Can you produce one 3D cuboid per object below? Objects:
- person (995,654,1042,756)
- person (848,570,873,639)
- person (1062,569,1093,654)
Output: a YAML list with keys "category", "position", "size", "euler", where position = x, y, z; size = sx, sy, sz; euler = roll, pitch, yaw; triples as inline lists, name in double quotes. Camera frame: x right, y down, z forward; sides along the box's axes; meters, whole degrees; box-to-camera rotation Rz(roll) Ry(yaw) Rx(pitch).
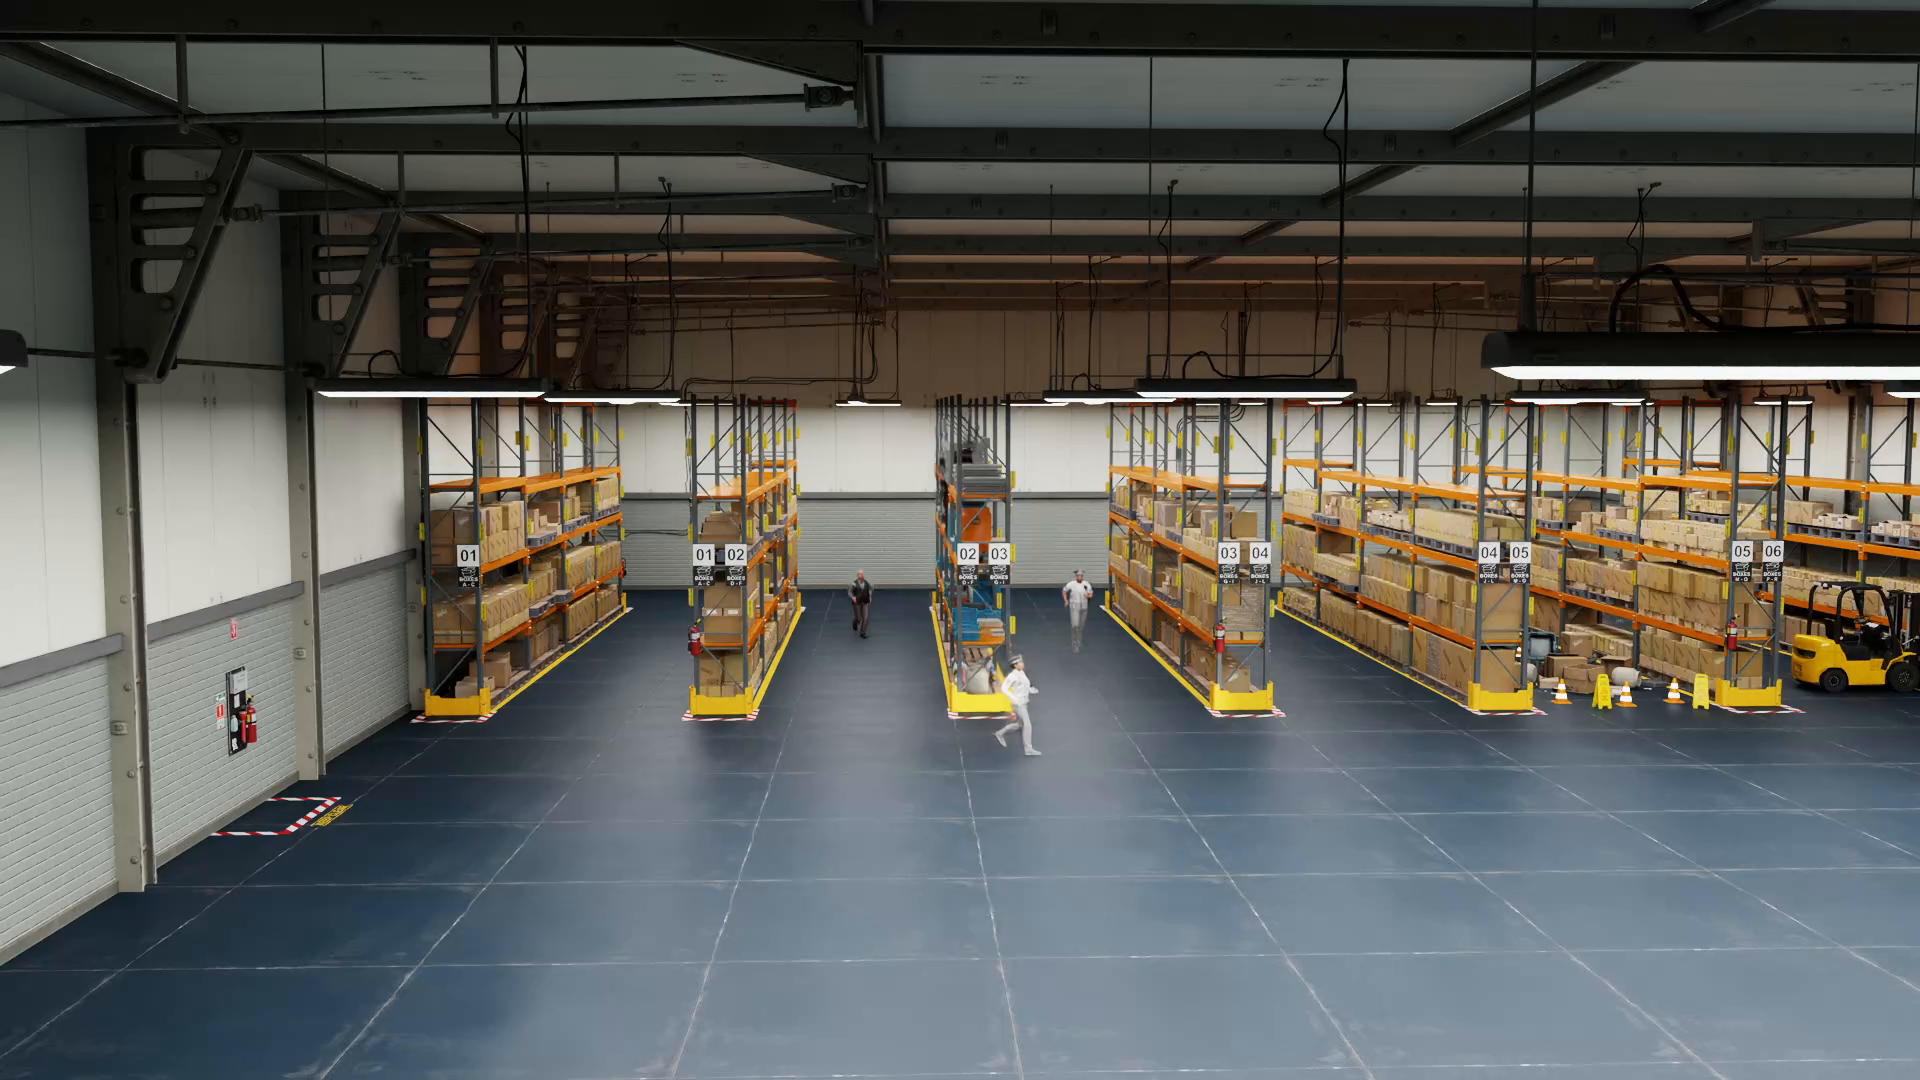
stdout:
- category: "person"
  position: [0.951, 2.713, 27.542]
  size: [0.862, 1.667, 0.625]
  euler: [2, 5, 23]
- category: "person"
  position: [-2.485, 1.606, 41.729]
  size: [0.661, 1.694, 0.733]
  euler: [-2, 5, -19]
- category: "person"
  position: [2.702, 1.610, 37.748]
  size: [0.631, 1.917, 0.746]
  euler: [-1, 5, -14]
